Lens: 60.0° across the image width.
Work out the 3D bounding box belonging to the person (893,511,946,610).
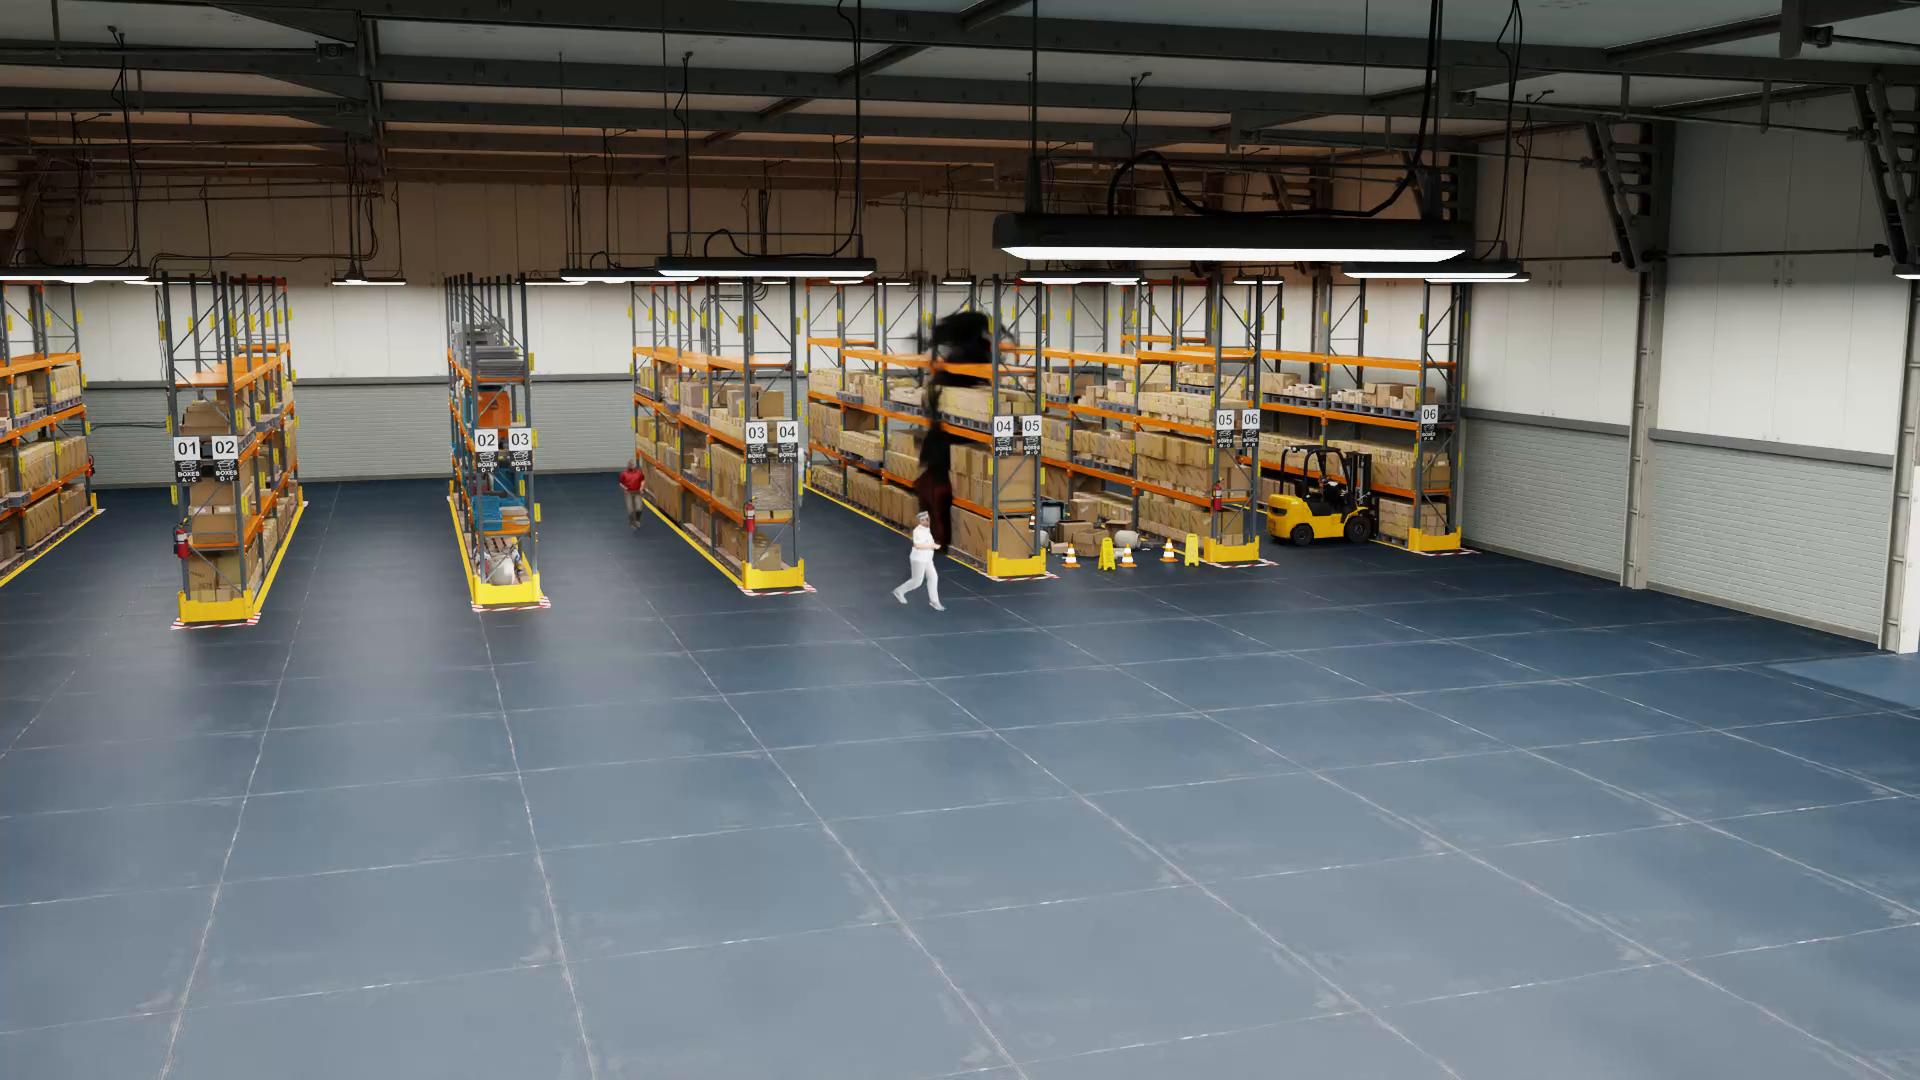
[{"bbox_3d":[-0.732,0.376,29.848,0.969,1.822,0.670,3,9,17],"label":"person"}]

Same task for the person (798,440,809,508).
[{"bbox_3d":[-4.325,-1.792,44.026,0.696,1.830,0.925,-1,9,-10],"label":"person"}]

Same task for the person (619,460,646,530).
[{"bbox_3d":[-7.747,-1.052,39.420,0.638,1.679,0.564,-2,9,-16],"label":"person"}]
